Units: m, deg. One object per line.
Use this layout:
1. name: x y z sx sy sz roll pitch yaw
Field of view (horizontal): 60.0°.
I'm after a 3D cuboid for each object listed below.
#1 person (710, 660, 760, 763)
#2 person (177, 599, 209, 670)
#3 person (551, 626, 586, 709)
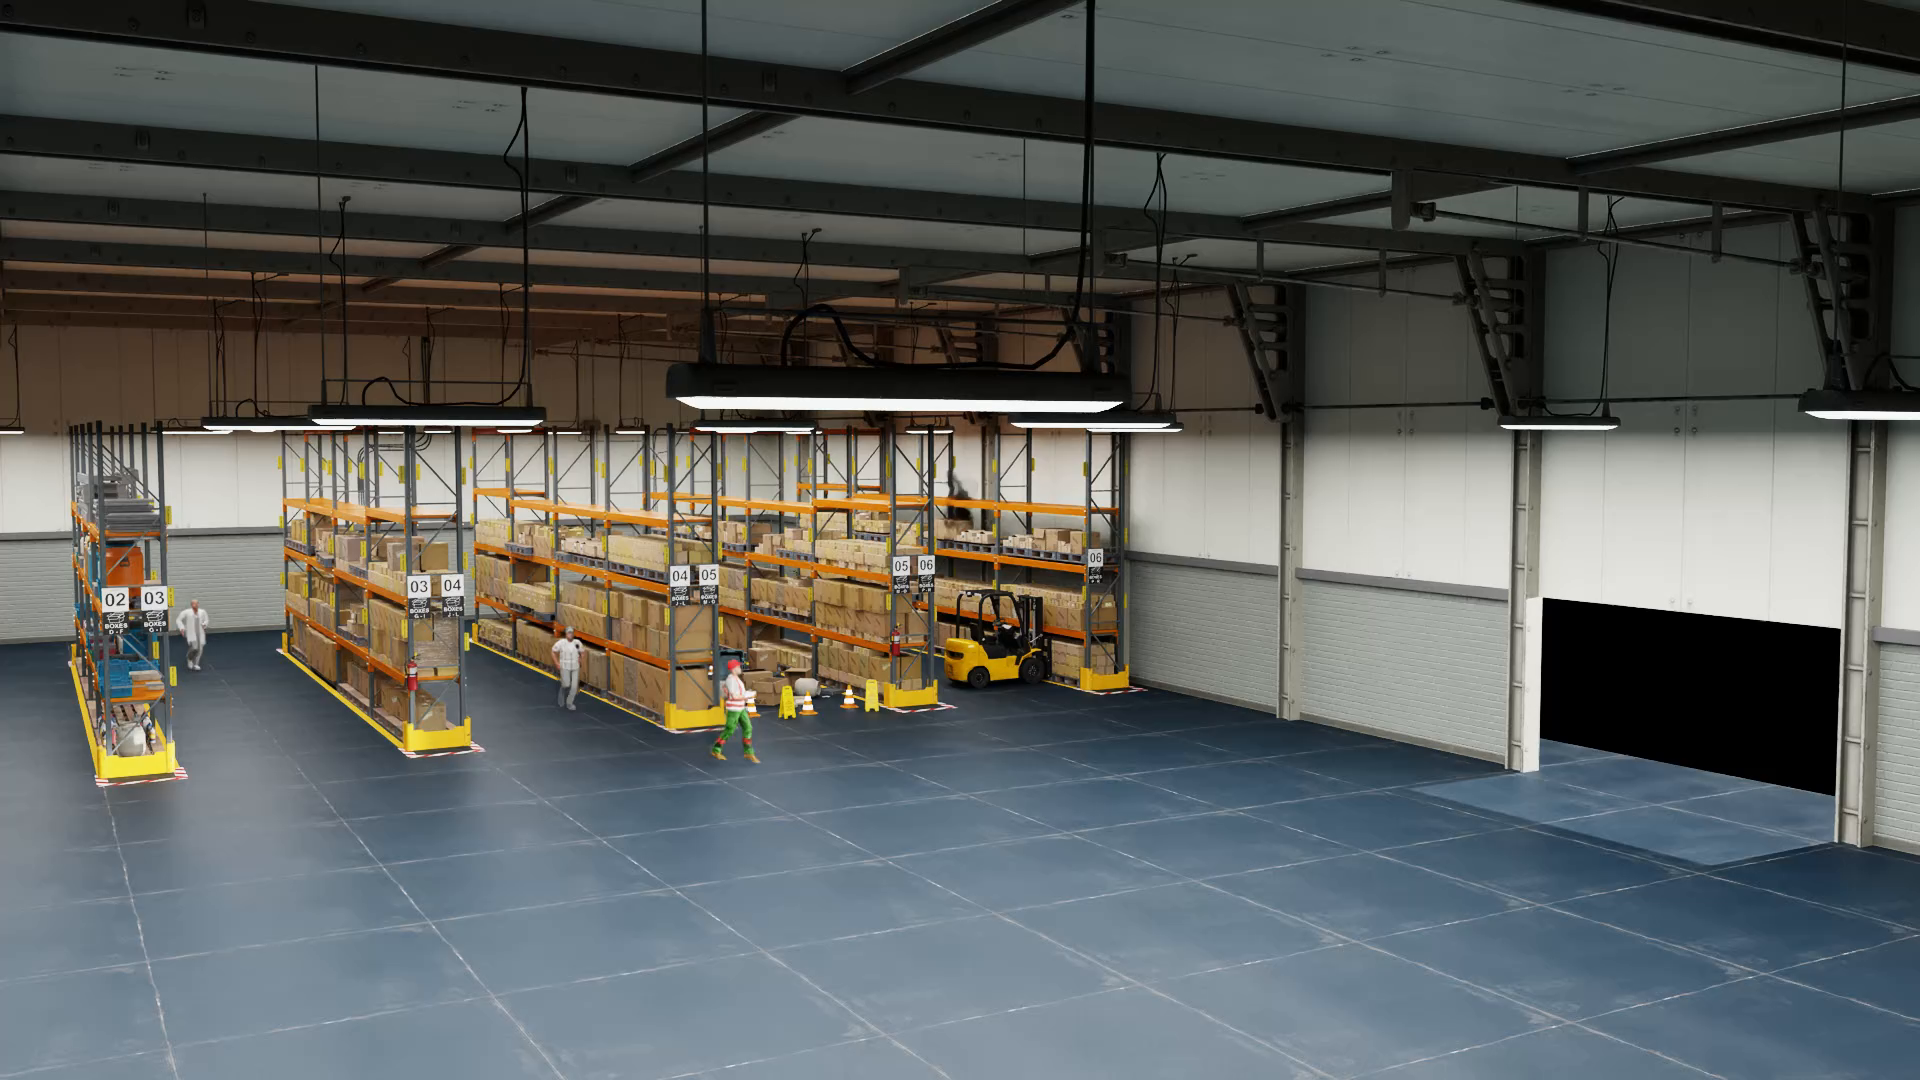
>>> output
1. person: -3.952 3.007 29.168 0.862 1.835 0.653 0 4 7
2. person: -18.750 2.324 40.795 0.693 1.739 0.659 -3 5 -44
3. person: -8.193 2.685 34.946 0.710 1.757 0.563 -2 4 -26
